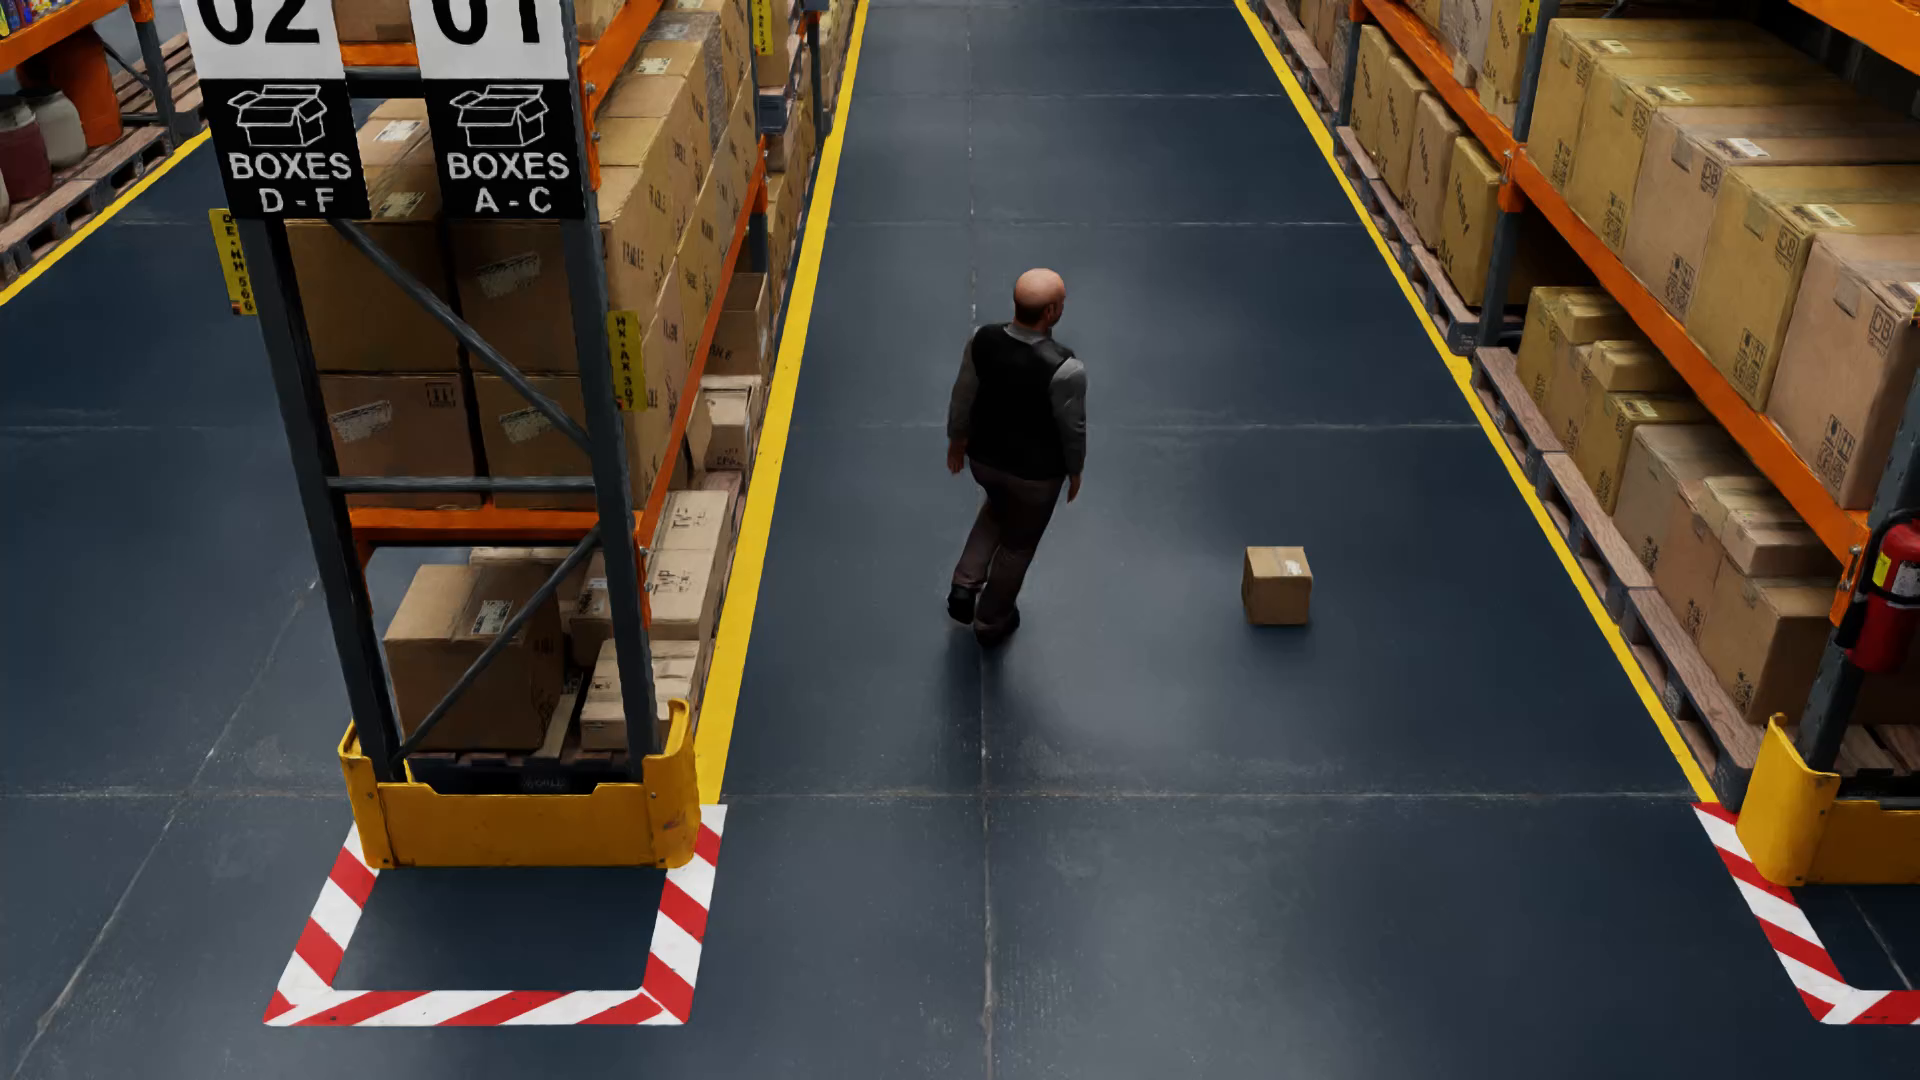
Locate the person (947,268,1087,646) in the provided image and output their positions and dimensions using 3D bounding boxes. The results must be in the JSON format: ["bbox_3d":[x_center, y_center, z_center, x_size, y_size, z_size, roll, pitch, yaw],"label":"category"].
[{"bbox_3d":[0.256,-0.330,6.676,0.623,1.704,0.452,18,36,27],"label":"person"}]
